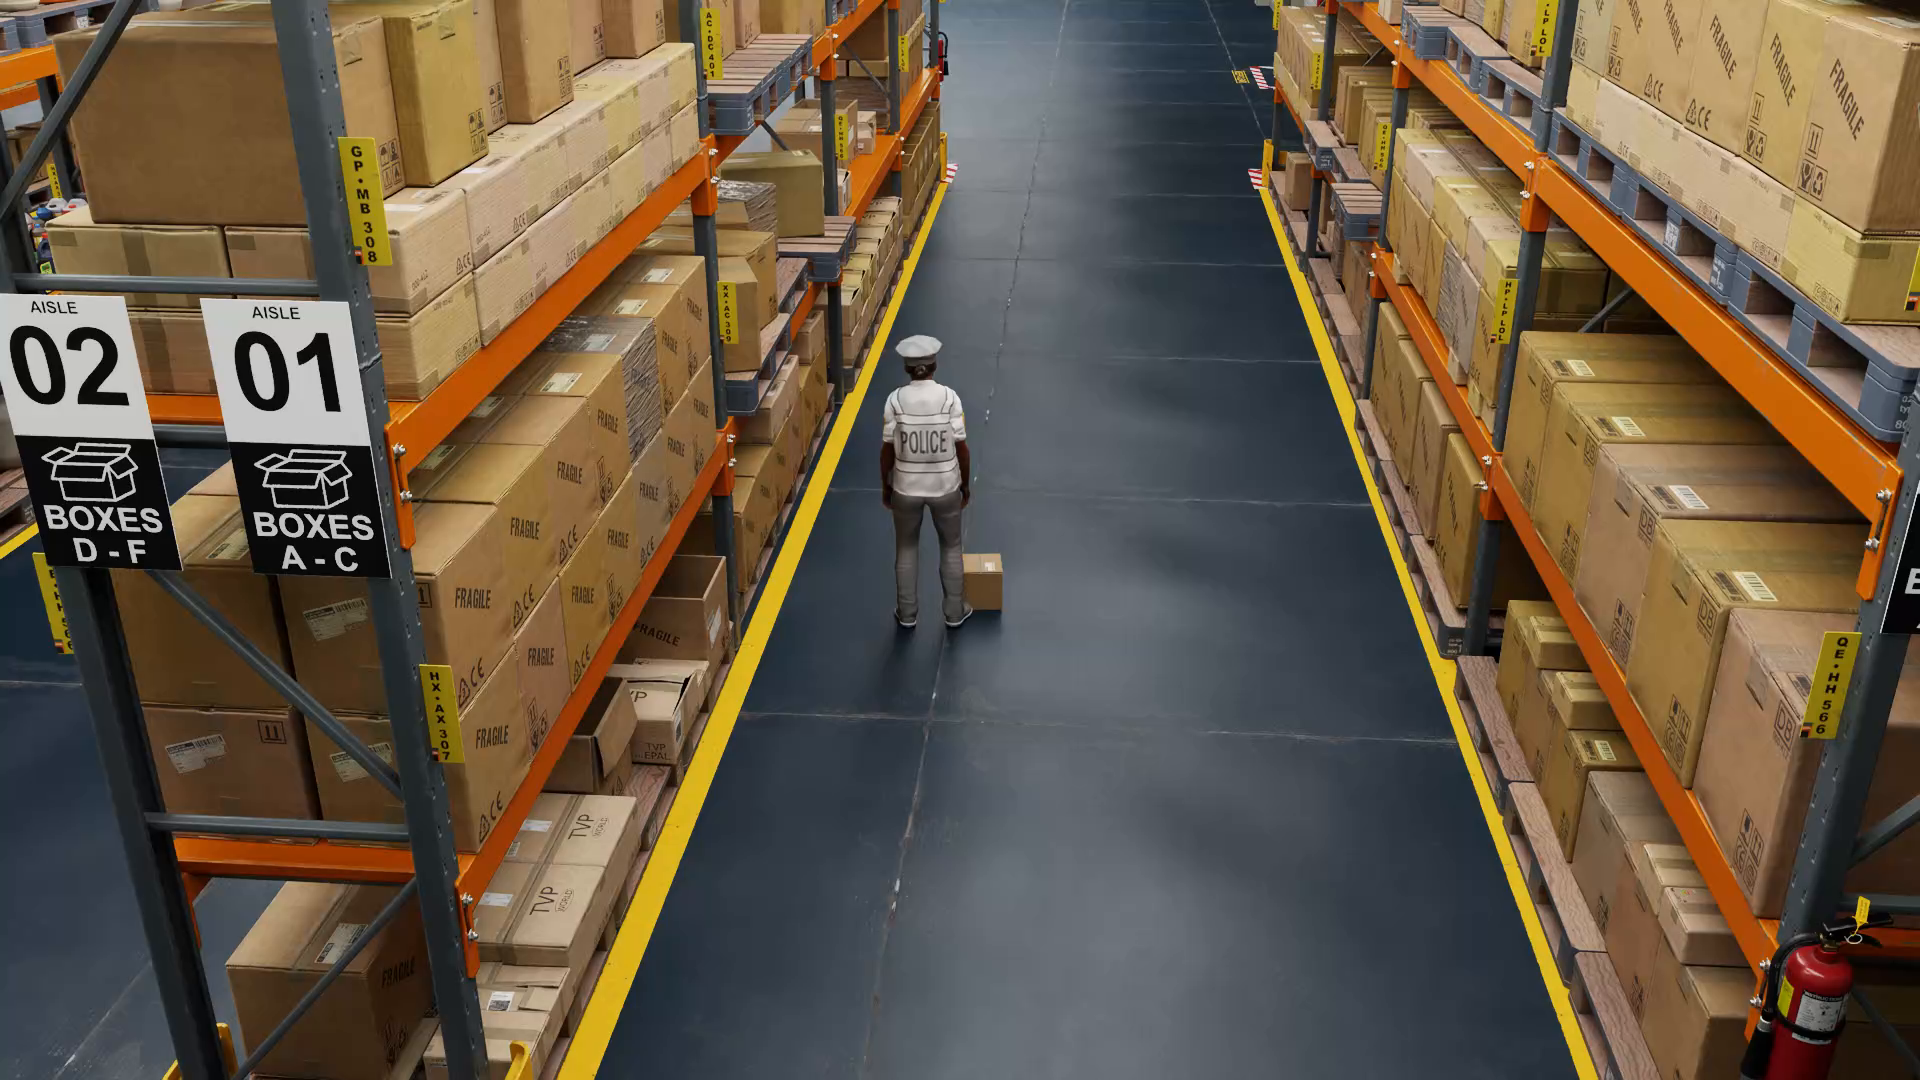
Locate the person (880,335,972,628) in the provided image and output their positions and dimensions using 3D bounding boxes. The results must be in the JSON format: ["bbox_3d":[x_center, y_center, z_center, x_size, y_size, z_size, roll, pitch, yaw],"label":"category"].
[{"bbox_3d":[-0.184,-0.291,9.243,0.513,1.656,0.395,0,25,0],"label":"person"}]
